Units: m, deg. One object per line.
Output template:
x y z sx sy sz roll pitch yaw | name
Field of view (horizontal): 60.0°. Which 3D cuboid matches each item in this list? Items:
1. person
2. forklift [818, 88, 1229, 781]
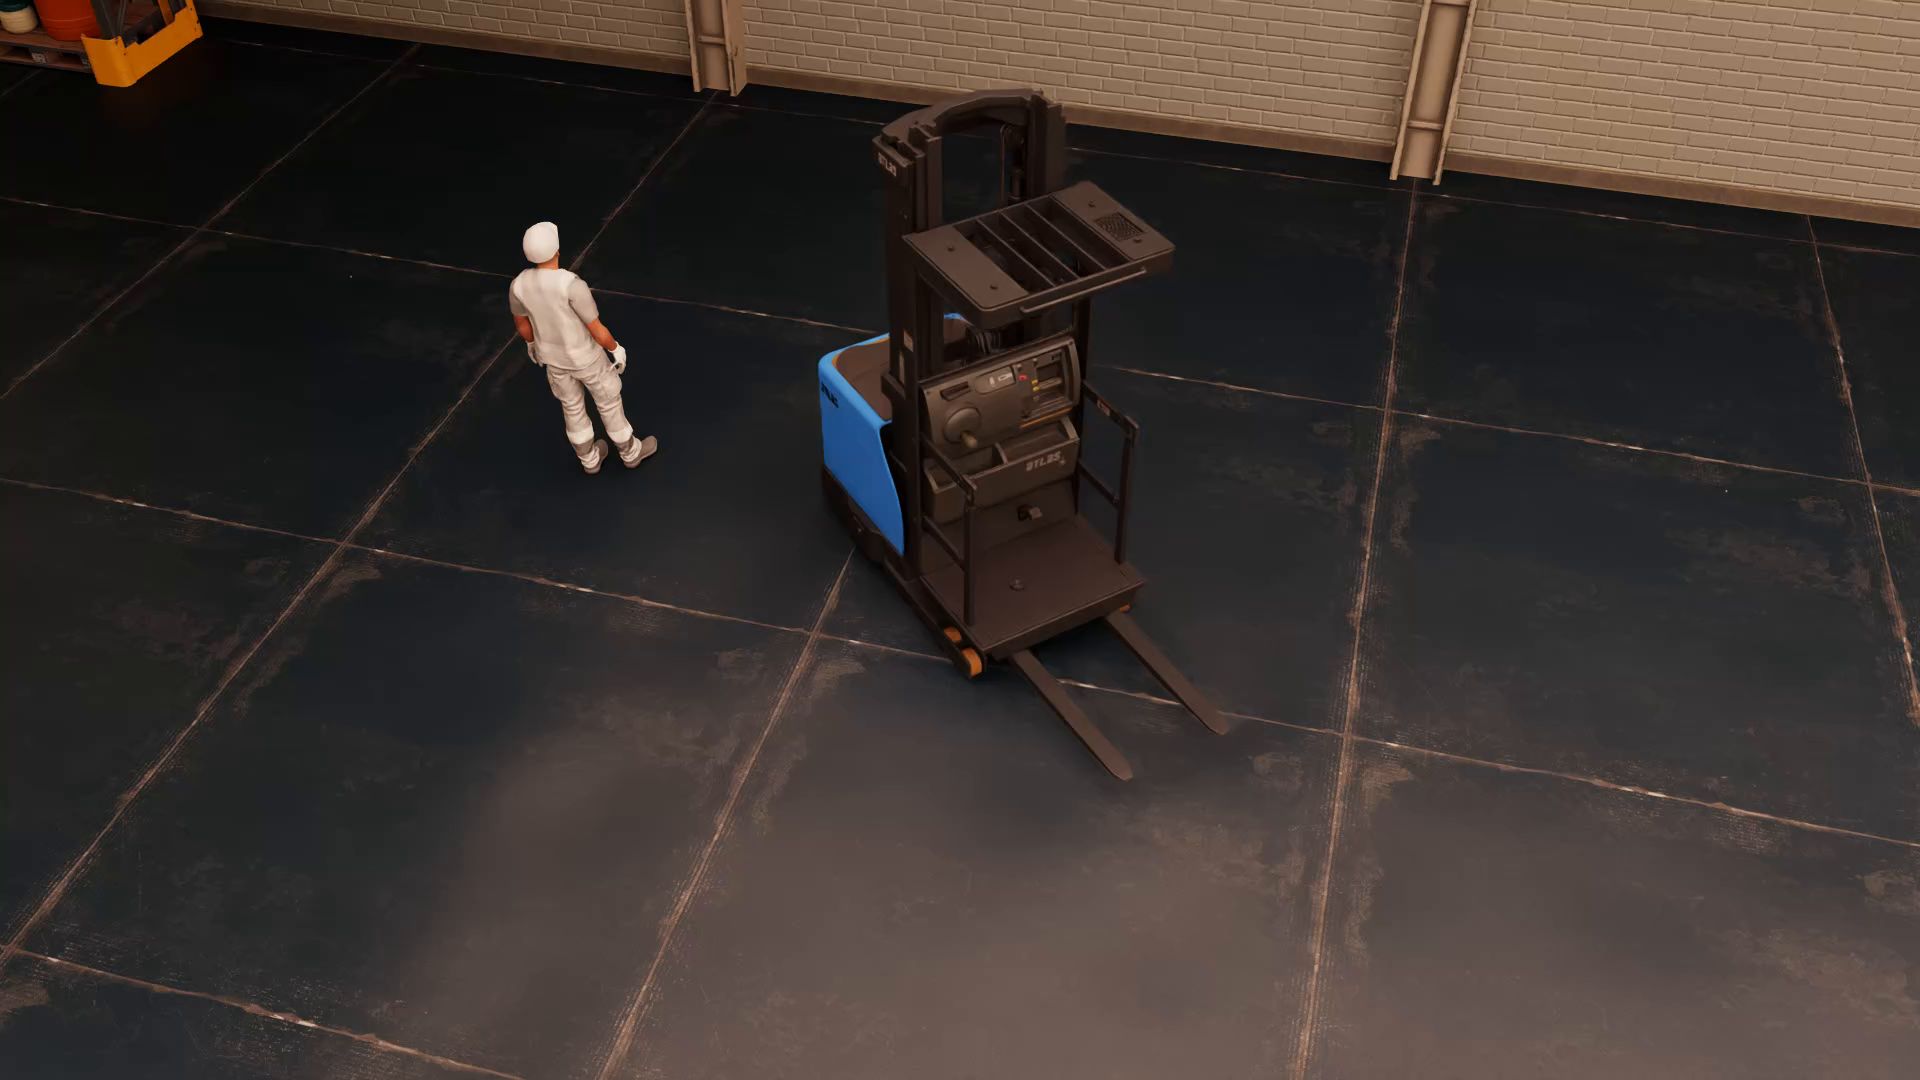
-2.303 -1.172 10.054 0.637 1.786 0.566 11 42 12 | person
0.339 -0.693 8.652 1.130 2.935 3.031 -21 46 -23 | forklift
